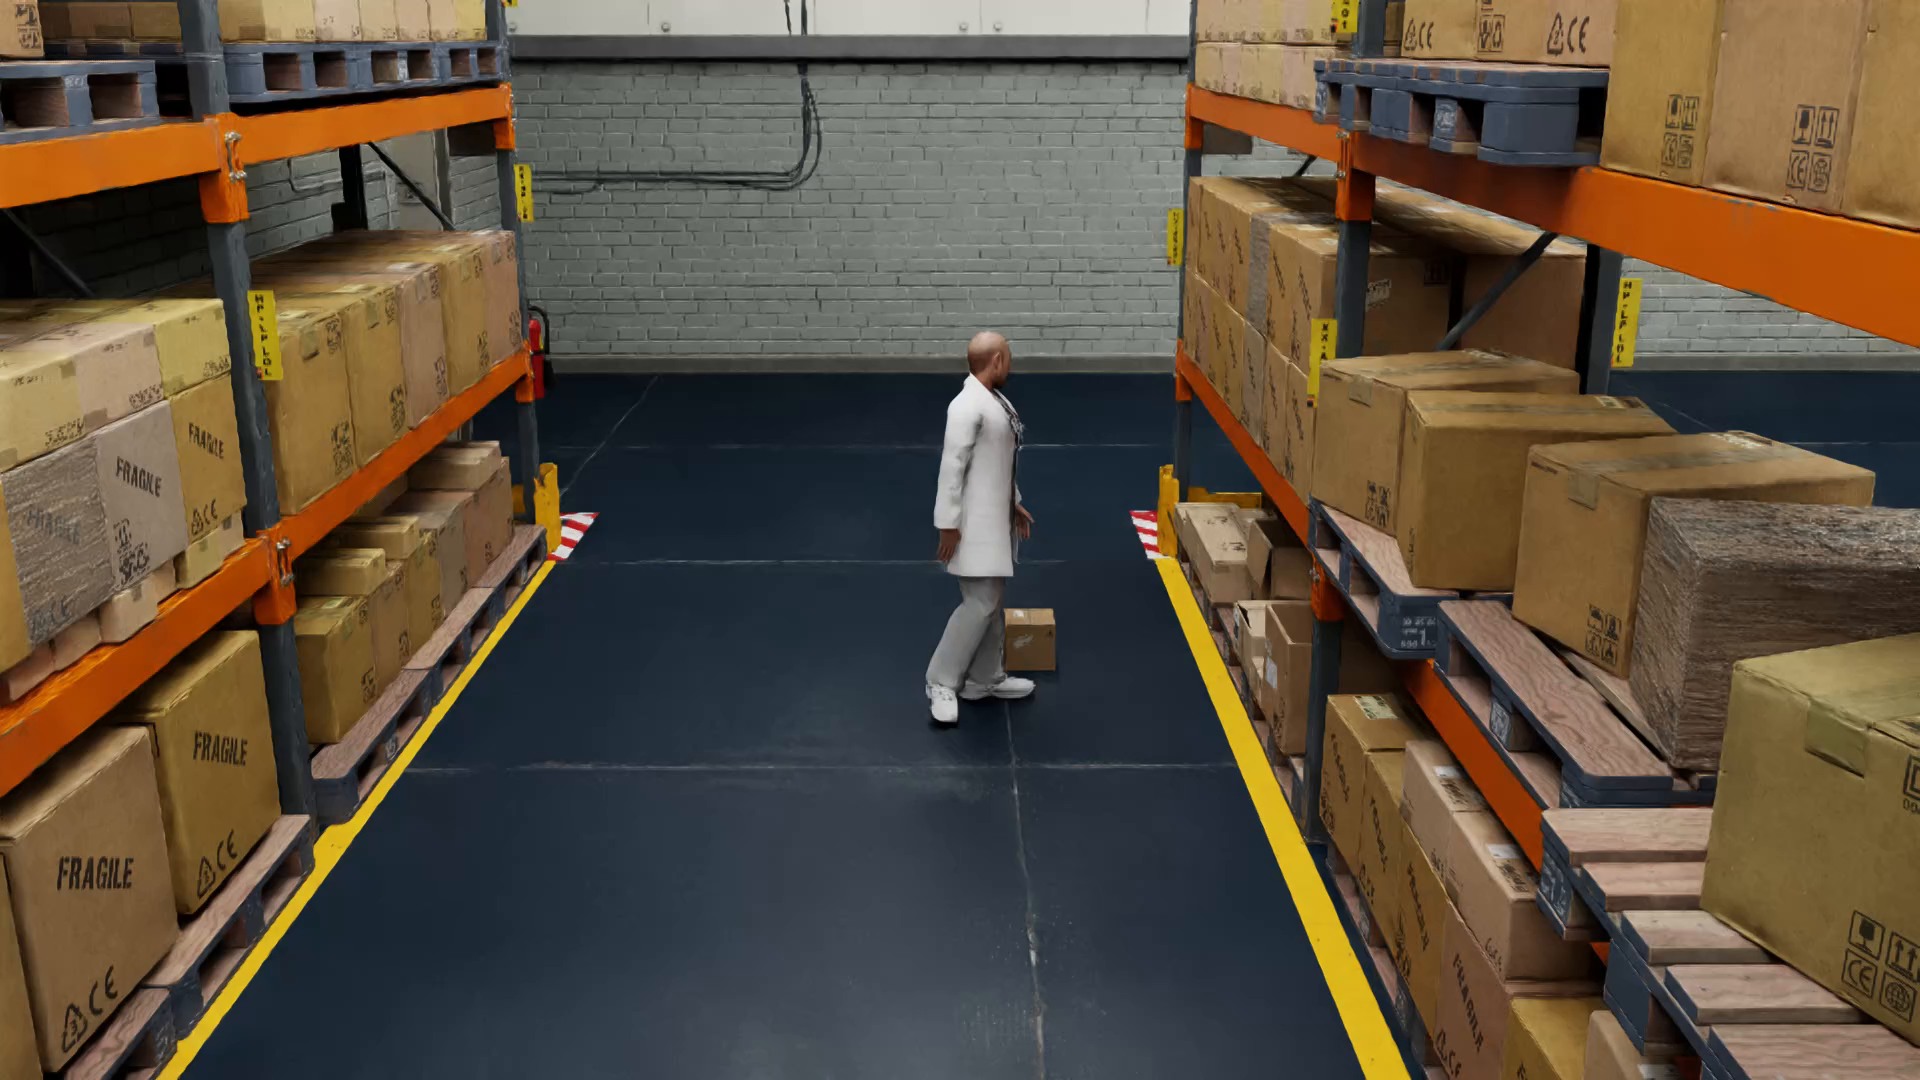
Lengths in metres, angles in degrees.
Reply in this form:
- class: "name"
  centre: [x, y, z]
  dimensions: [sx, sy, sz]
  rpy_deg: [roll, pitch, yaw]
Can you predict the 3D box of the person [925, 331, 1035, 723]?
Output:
- class: "person"
  centre: [0.093, -0.068, 7.750]
  dimensions: [0.501, 1.777, 0.706]
  rpy_deg: [3, 17, 9]
